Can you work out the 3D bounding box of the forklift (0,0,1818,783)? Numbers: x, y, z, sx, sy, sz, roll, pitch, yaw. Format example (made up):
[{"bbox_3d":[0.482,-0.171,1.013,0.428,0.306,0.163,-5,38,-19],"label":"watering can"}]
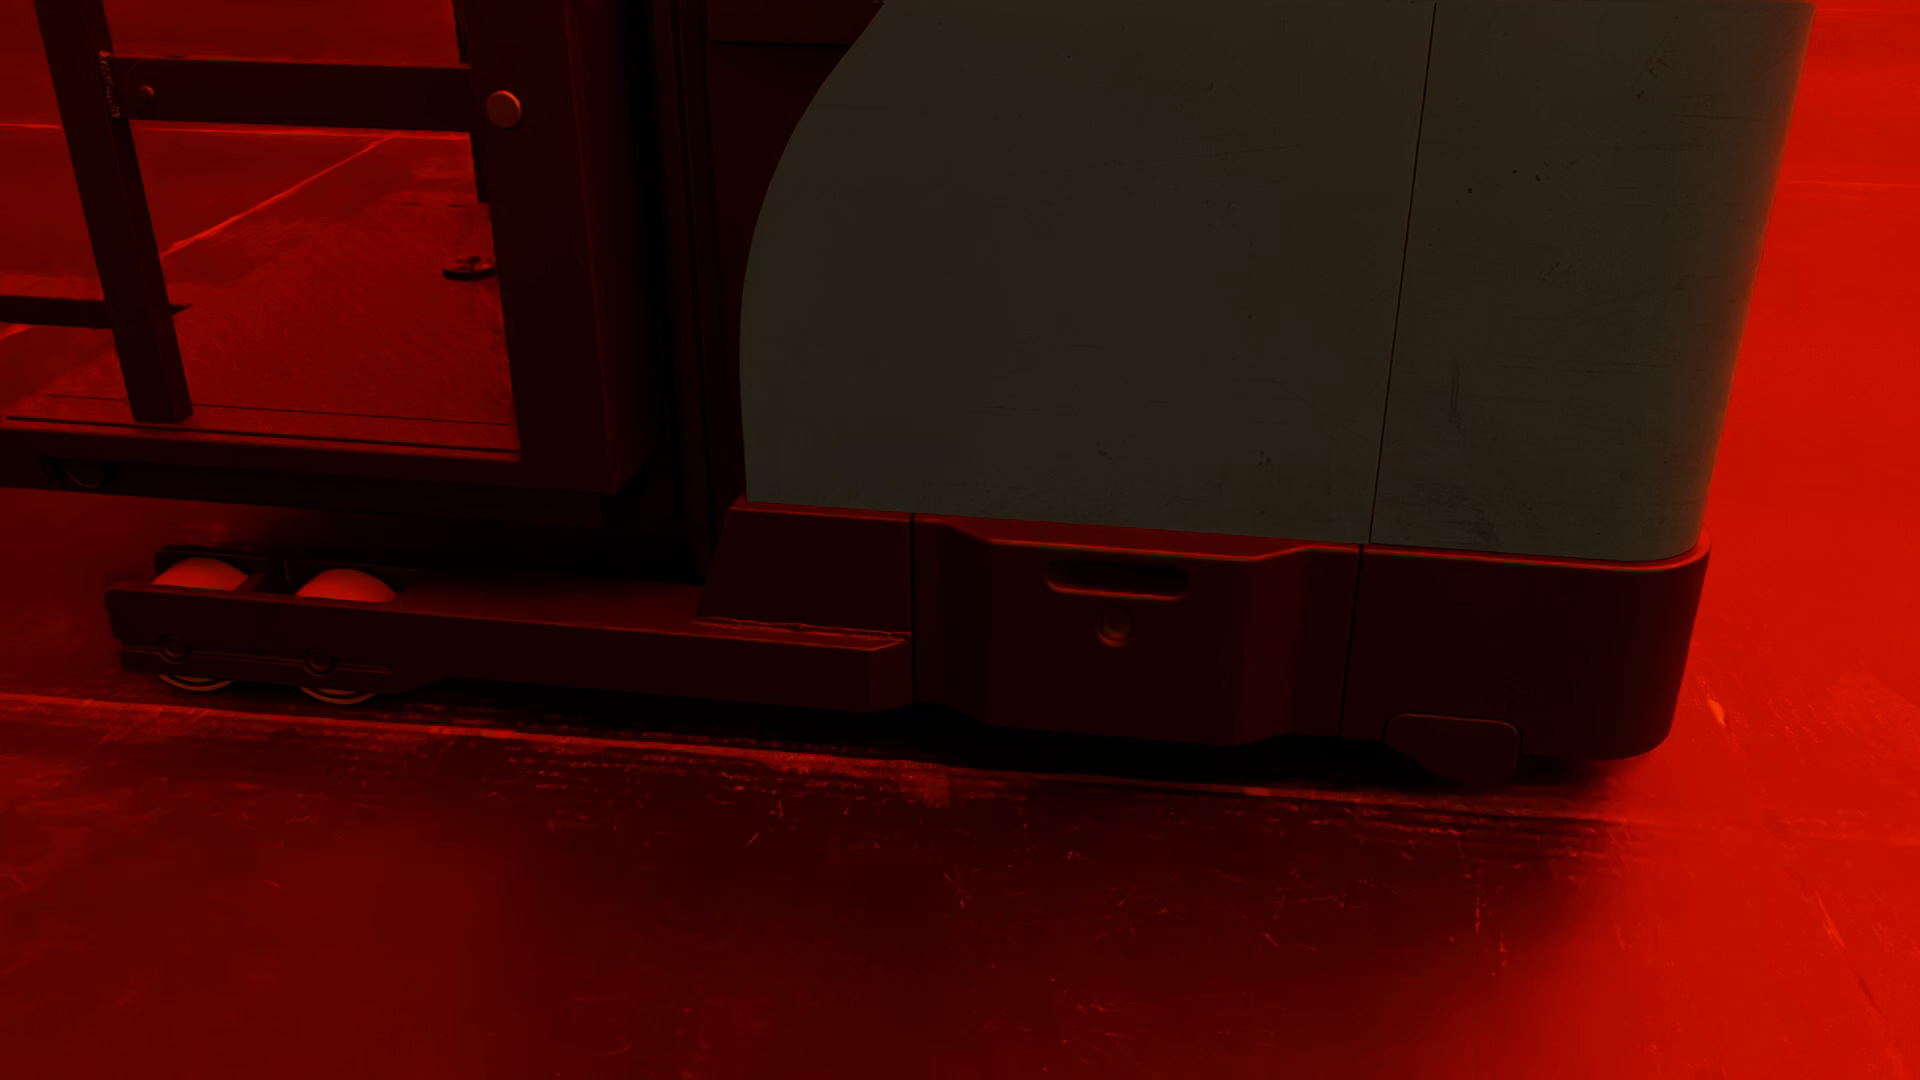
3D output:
[{"bbox_3d":[-0.609,-1.333,1.889,3.031,2.935,1.130,4,27,8],"label":"forklift"}]
